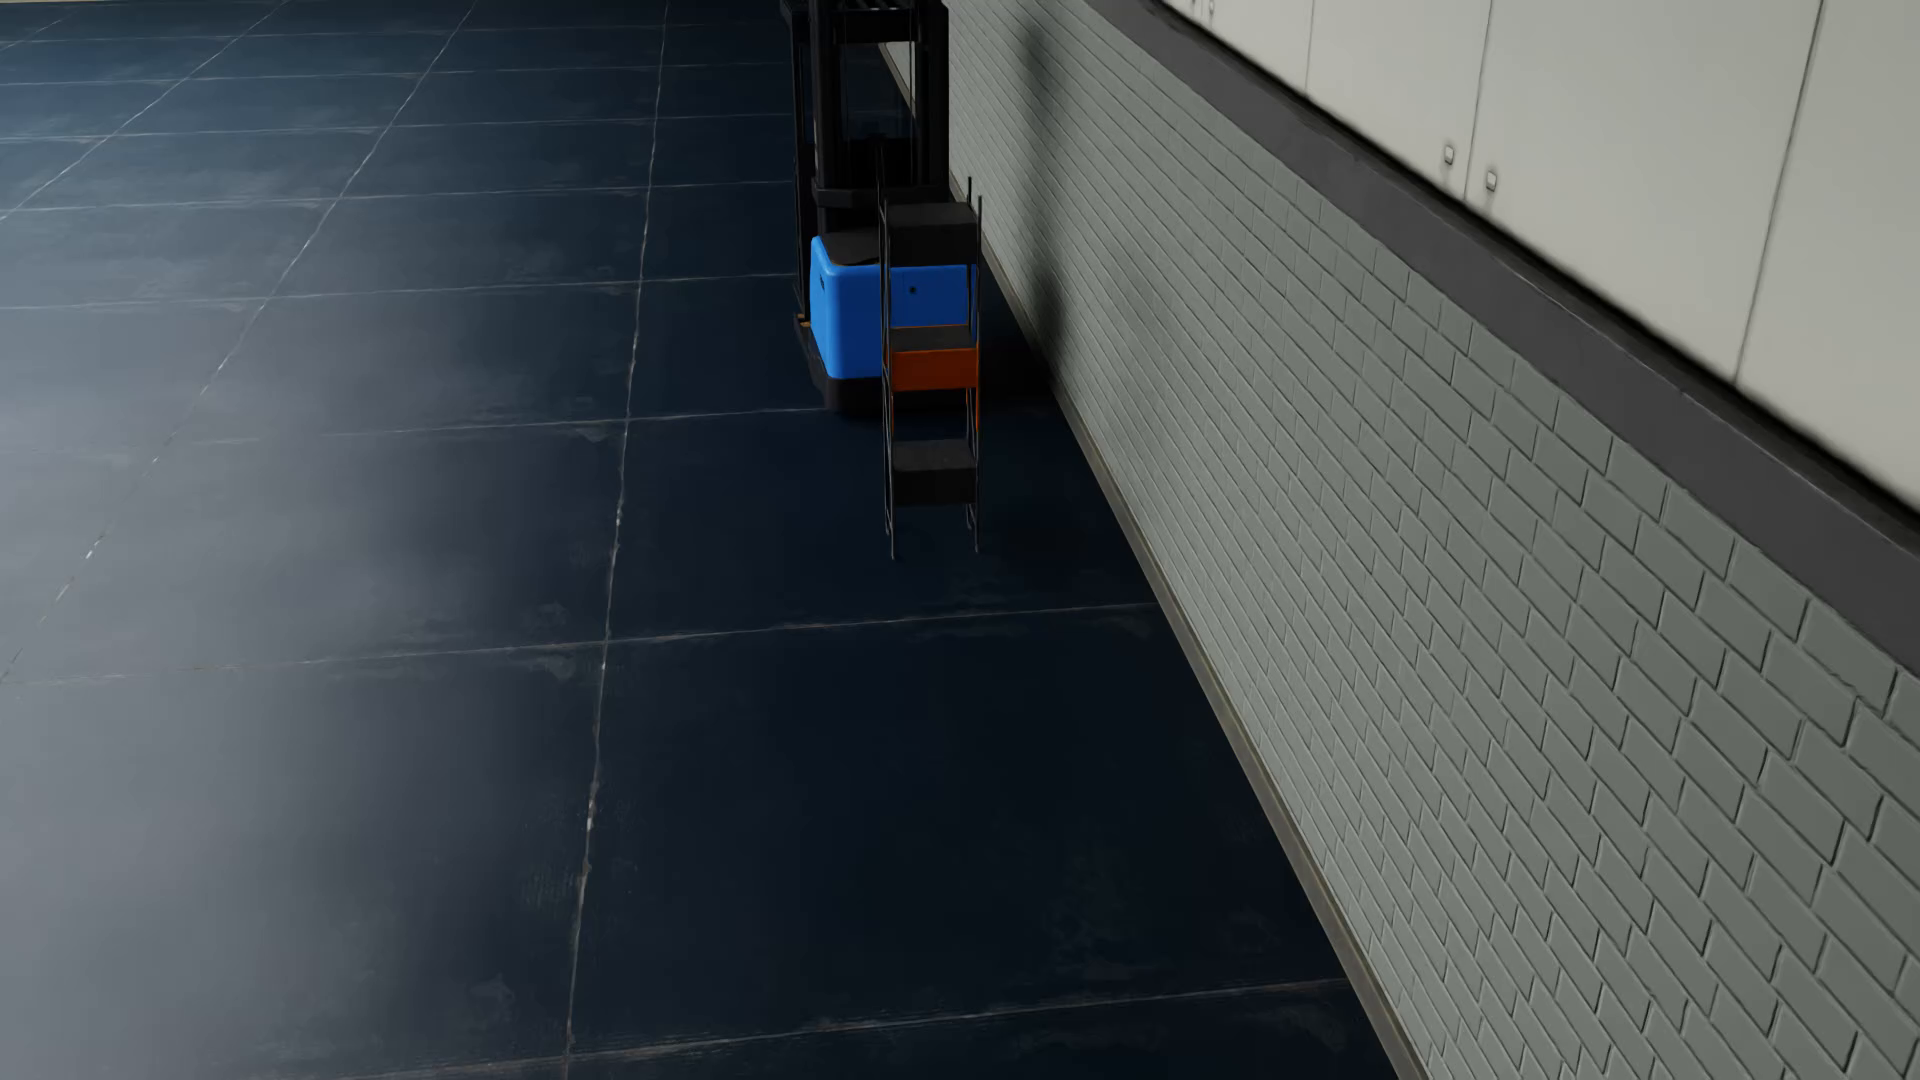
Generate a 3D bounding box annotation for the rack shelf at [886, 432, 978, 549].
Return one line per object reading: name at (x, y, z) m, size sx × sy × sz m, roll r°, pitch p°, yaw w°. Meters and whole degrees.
rack shelf at (-0.164, -0.289, 9.576) m, size 0.480 × 0.518 × 0.431 m, roll -4°, pitch 27°, yaw -7°

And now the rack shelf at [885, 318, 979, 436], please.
rack shelf at (-0.164, -0.912, 9.256) m, size 0.480 × 0.518 × 0.431 m, roll -4°, pitch 27°, yaw -7°

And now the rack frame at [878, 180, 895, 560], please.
rack frame at (-0.406, -0.908, 9.220) m, size 0.015 × 2.100 × 0.400 m, roll -4°, pitch 27°, yaw -7°

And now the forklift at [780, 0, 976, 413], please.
forklift at (-0.669, -2.820, 12.034) m, size 1.130 × 2.935 × 3.031 m, roll -5°, pitch 28°, yaw -10°

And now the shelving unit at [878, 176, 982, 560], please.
shelving unit at (-0.164, -0.924, 9.250) m, size 0.503 × 2.100 × 0.431 m, roll -4°, pitch 27°, yaw -7°

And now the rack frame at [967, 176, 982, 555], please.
rack frame at (0.078, -0.939, 9.280) m, size 0.015 × 2.100 × 0.400 m, roll -4°, pitch 27°, yaw -7°

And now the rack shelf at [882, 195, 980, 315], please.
rack shelf at (-0.164, -1.534, 8.937) m, size 0.480 × 0.518 × 0.431 m, roll -4°, pitch 27°, yaw -7°
